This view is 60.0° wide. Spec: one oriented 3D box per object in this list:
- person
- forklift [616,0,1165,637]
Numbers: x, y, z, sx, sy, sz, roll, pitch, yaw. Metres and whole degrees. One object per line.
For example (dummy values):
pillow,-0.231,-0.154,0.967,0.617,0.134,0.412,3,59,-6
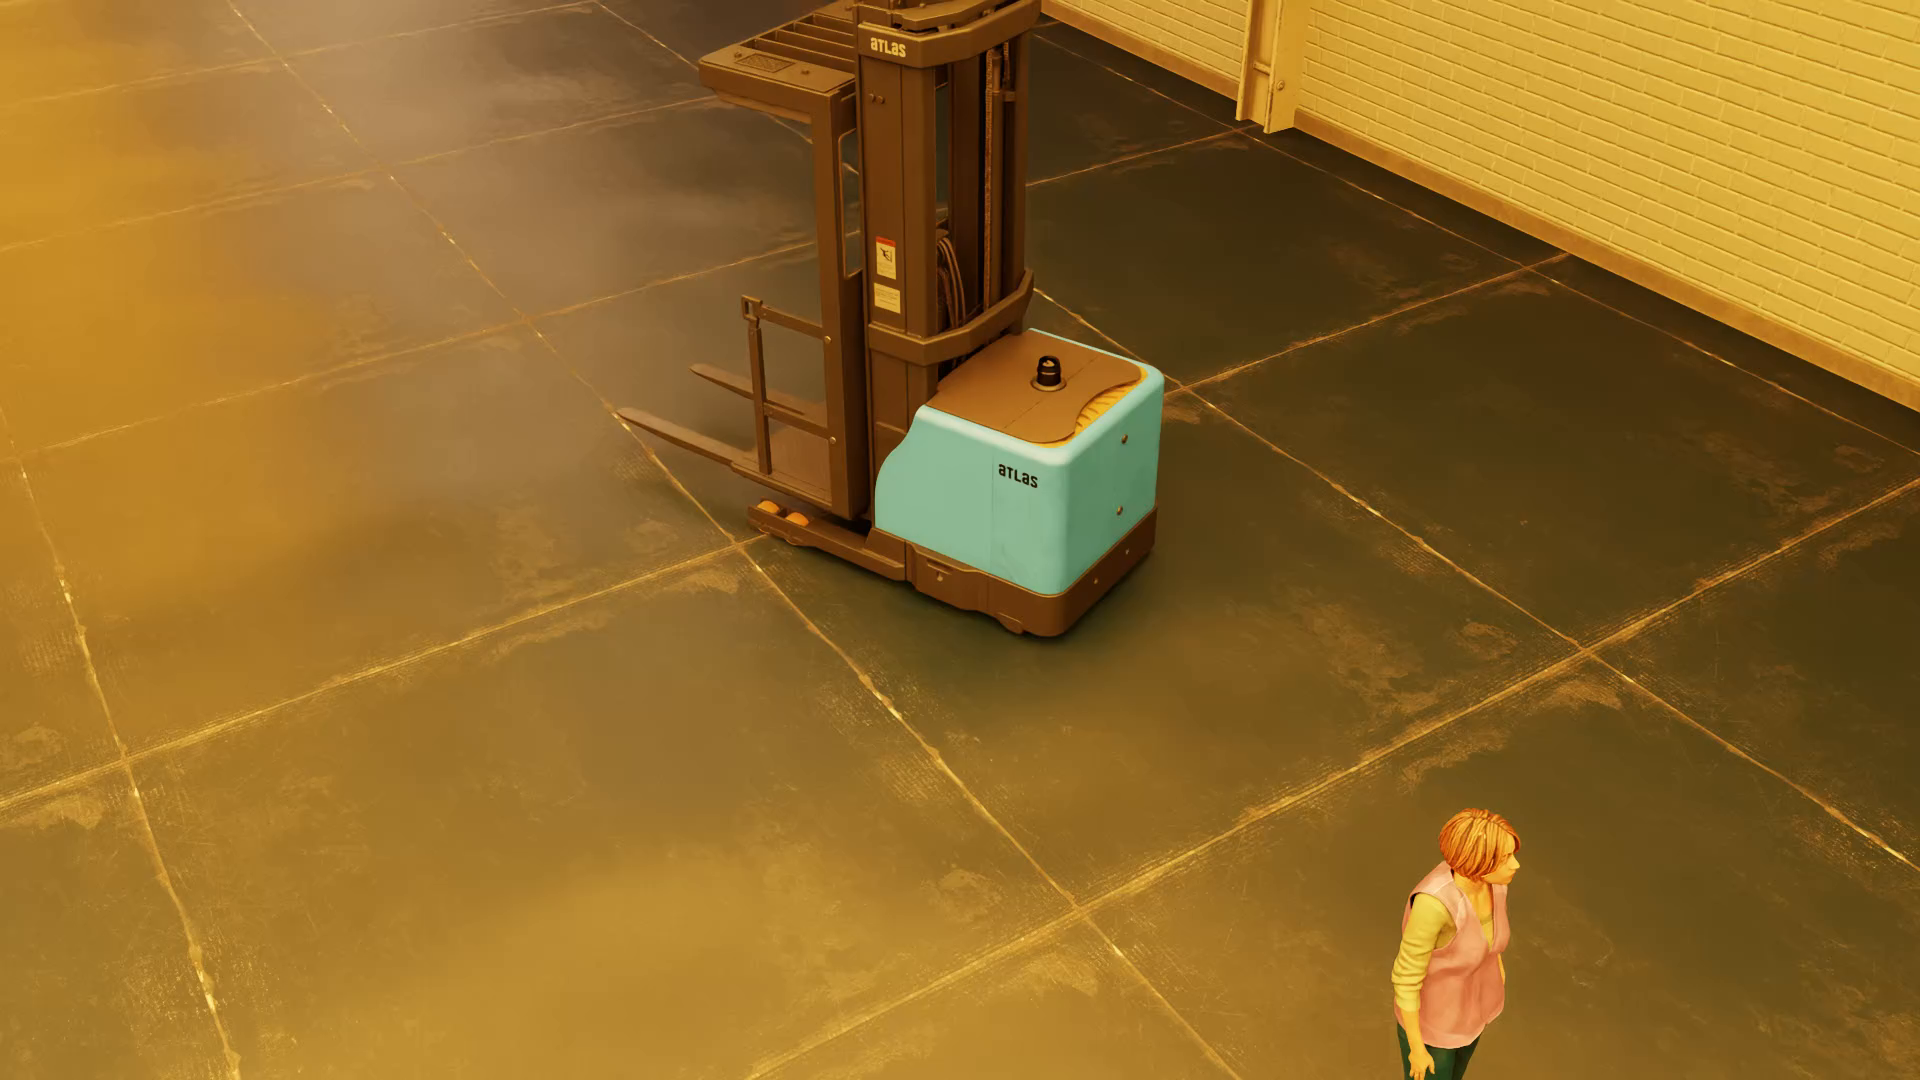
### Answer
person,1.561,1.512,5.143,0.520,1.597,0.475,-28,44,-34
forklift,-0.500,-1.399,8.138,3.031,2.935,1.130,22,41,28
